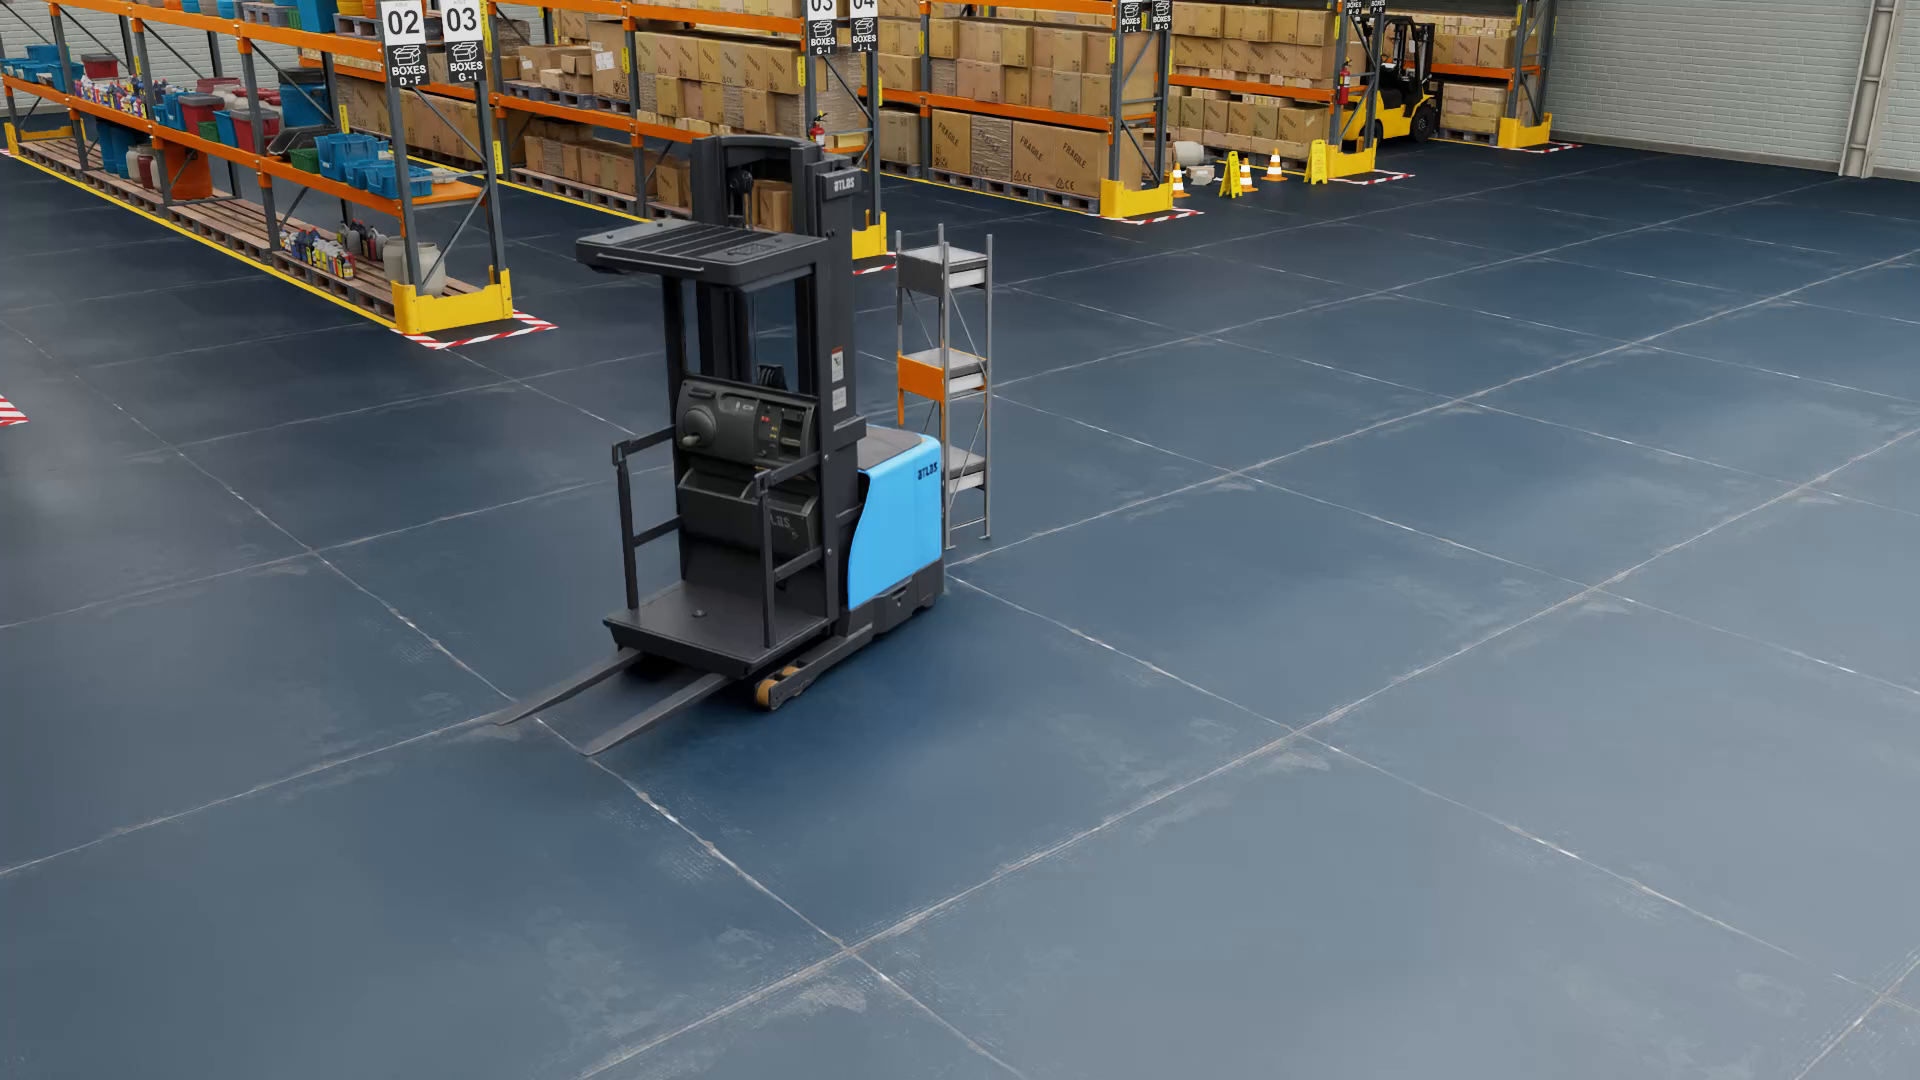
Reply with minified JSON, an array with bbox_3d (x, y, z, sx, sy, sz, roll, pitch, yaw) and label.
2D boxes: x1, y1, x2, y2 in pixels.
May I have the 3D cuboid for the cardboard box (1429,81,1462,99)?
[{"bbox_3d":[8.671,-8.067,29.790,0.500,0.250,0.500,-17,27,-37],"label":"cardboard box"}]

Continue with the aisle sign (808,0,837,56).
[{"bbox_3d":[-1.570,-5.936,18.962,0.394,0.787,0.004,-17,27,-37],"label":"aisle sign"}]

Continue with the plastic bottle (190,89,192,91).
[{"bbox_3d":[-10.750,-6.163,23.267,0.061,0.283,0.133,-17,27,-37],"label":"plastic bottle"}]

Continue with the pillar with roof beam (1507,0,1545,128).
[{"bbox_3d":[6.850,-10.532,26.034,9.100,9.000,0.400,-17,27,-37],"label":"pillar with roof beam"}]

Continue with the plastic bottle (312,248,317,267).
[{"bbox_3d":[-7.243,-3.184,18.735,0.097,0.201,0.097,0,21,0],"label":"plastic bottle"}]

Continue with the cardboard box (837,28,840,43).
[{"bbox_3d":[-1.828,-8.282,27.009,0.700,0.500,0.500,-18,28,-38],"label":"cardboard box"}]

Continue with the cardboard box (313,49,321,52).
[{"bbox_3d":[-11.374,-8.965,30.057,0.500,0.250,0.500,-18,28,-38],"label":"cardboard box"}]

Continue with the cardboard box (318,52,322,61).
[{"bbox_3d":[-11.338,-8.728,30.000,0.380,0.149,0.250,-18,28,-38],"label":"cardboard box"}]

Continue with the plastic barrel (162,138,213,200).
[{"bbox_3d":[-10.689,-5.162,22.949,0.600,0.830,0.708,-17,27,-37],"label":"plastic barrel"}]

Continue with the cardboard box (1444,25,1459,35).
[{"bbox_3d":[8.768,-9.017,29.367,0.380,0.149,0.250,-19,28,-39],"label":"cardboard box"}]

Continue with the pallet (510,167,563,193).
[{"bbox_3d":[-6.096,-5.510,25.262,1.003,0.211,1.213,-17,27,-37],"label":"pallet"}]

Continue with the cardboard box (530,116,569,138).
[{"bbox_3d":[-6.145,-6.237,25.090,0.500,0.250,0.500,-16,27,-35],"label":"cardboard box"}]

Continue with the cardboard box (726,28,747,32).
[{"bbox_3d":[-3.782,-8.701,28.540,0.380,0.149,0.250,-16,27,-36],"label":"cardboard box"}]

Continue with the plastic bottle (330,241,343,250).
[{"bbox_3d":[-7.037,-3.228,18.743,0.152,0.276,0.135,-17,27,-37],"label":"plastic bottle"}]

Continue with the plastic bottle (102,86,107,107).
[{"bbox_3d":[-12.144,-6.314,23.667,0.097,0.271,0.097,0,21,0],"label":"plastic bottle"}]

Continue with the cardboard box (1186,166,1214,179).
[{"bbox_3d":[3.739,-5.727,25.902,0.380,0.149,0.250,-4,22,-10],"label":"cardboard box"}]

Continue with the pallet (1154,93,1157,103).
[{"bbox_3d":[4.202,-9.483,35.407,1.003,0.211,1.213,-17,27,-37],"label":"pallet"}]

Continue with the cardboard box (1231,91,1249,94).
[{"bbox_3d":[5.929,-9.116,33.326,0.875,0.625,0.625,-19,28,-40],"label":"cardboard box"}]

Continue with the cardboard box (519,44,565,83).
[{"bbox_3d":[-6.222,-7.127,24.854,0.500,0.500,0.500,18,28,39],"label":"cardboard box"}]

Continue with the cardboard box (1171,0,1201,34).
[{"bbox_3d":[3.637,-8.756,27.810,0.700,0.500,0.500,-18,28,-38],"label":"cardboard box"}]

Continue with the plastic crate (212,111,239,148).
[{"bbox_3d":[-8.702,-4.964,20.066,0.392,0.384,0.575,-17,27,-37],"label":"plastic crate"}]

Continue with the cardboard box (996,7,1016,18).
[{"bbox_3d":[1.021,-9.585,30.722,0.500,0.500,0.500,-18,28,-39],"label":"cardboard box"}]

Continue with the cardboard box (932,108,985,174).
[{"bbox_3d":[0.187,-6.088,25.252,0.875,0.875,0.875,-17,27,-37],"label":"cardboard box"}]

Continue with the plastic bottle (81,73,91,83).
[{"bbox_3d":[-12.958,-6.742,24.652,0.144,0.351,0.185,-17,27,-37],"label":"plastic bottle"}]

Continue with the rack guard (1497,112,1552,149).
[{"bbox_3d":[9.898,-7.185,29.144,1.175,0.500,0.348,-17,27,-37],"label":"rack guard"}]

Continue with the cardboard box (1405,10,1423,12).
[{"bbox_3d":[8.389,-9.652,30.580,0.380,0.149,0.250,-18,28,-38],"label":"cardboard box"}]

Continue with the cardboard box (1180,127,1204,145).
[{"bbox_3d":[4.051,-6.822,27.982,0.500,0.250,0.500,-16,26,-34],"label":"cardboard box"}]

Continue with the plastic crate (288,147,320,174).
[{"bbox_3d":[-7.074,-4.199,18.383,0.450,0.188,0.662,-17,27,-37],"label":"plastic crate"}]

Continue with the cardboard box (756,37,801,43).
[{"bbox_3d":[-2.184,-5.959,20.670,0.500,0.500,0.500,-17,27,-37],"label":"cardboard box"}]

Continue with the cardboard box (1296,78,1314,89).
[{"bbox_3d":[5.469,-7.152,25.977,0.380,0.149,0.250,-18,28,-38],"label":"cardboard box"}]

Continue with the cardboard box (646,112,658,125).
[{"bbox_3d":[-3.928,-5.599,22.011,0.380,0.149,0.250,-17,27,-37],"label":"cardboard box"}]

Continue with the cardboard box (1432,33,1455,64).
[{"bbox_3d":[8.696,-8.763,29.607,0.500,0.500,0.500,-18,28,-38],"label":"cardboard box"}]

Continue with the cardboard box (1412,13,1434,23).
[{"bbox_3d":[8.332,-9.388,29.905,0.380,0.149,0.250,-17,27,-37],"label":"cardboard box"}]

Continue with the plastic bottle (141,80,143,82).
[{"bbox_3d":[-12.000,-6.700,24.546,0.144,0.351,0.185,-17,27,-37],"label":"plastic bottle"}]

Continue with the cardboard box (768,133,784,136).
[{"bbox_3d":[-2.090,-4.853,20.106,0.380,0.149,0.250,-17,27,-37],"label":"cardboard box"}]

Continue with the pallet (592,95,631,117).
[{"bbox_3d":[-4.383,-6.076,23.147,1.003,0.211,1.213,-17,27,-37],"label":"pallet"}]

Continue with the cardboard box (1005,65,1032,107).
[{"bbox_3d":[1.141,-6.597,24.007,0.875,0.550,0.500,-17,27,-37],"label":"cardboard box"}]

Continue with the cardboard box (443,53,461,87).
[{"bbox_3d":[-7.777,-7.430,26.205,0.500,0.500,0.500,-19,28,-39],"label":"cardboard box"}]

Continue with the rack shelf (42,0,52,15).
[{"bbox_3d":[-14.274,-8.565,26.112,1.077,0.370,4.000,-17,27,-37],"label":"rack shelf"}]

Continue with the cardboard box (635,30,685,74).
[{"bbox_3d":[-3.893,-6.385,21.757,0.500,0.500,0.500,-17,27,-37],"label":"cardboard box"}]

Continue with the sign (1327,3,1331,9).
[{"bbox_3d":[6.867,-9.832,30.993,0.100,0.325,0.005,-17,27,-37],"label":"sign"}]

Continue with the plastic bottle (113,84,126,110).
[{"bbox_3d":[-11.763,-6.202,23.274,0.144,0.351,0.185,-17,27,-37],"label":"plastic bottle"}]

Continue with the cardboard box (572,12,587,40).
[{"bbox_3d":[-7.241,-10.103,32.620,0.500,0.500,0.500,-17,27,-37],"label":"cardboard box"}]

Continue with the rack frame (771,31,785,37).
[{"bbox_3d":[-2.781,-8.177,28.249,1.000,3.000,0.127,-17,27,-37],"label":"rack frame"}]

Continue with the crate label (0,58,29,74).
[{"bbox_3d":[-15.667,-7.859,27.584,0.416,0.233,0.303,-17,27,-37],"label":"crate label"}]

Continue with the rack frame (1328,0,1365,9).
[{"bbox_3d":[7.272,-9.461,31.527,1.000,3.000,0.127,-17,27,-37],"label":"rack frame"}]

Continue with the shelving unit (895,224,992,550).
[{"bbox_3d":[-0.108,-1.023,11.218,0.431,2.100,0.503,-17,27,-37],"label":"shelving unit"}]

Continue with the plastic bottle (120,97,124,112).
[{"bbox_3d":[-11.601,-6.051,23.094,0.097,0.201,0.097,0,21,0],"label":"plastic bottle"}]

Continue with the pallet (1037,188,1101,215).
[{"bbox_3d":[1.859,-4.871,23.631,1.003,0.211,1.213,-17,27,-37],"label":"pallet"}]

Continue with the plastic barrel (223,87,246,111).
[{"bbox_3d":[-9.249,-5.548,21.382,0.421,0.512,0.421,0,21,0],"label":"plastic barrel"}]

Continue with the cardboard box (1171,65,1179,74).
[{"bbox_3d":[3.680,-7.941,27.989,0.380,0.149,0.250,-16,27,-36],"label":"cardboard box"}]

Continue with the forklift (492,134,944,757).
[{"bbox_3d":[-1.309,-0.629,9.070,1.130,2.935,3.031,13,25,30],"label":"forklift"}]

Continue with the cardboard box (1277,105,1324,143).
[{"bbox_3d":[5.404,-6.597,26.380,0.500,0.500,0.500,-17,27,-37],"label":"cardboard box"}]

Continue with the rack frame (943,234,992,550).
[{"bbox_3d":[0.051,-0.956,11.046,0.400,2.100,0.015,-17,27,-37],"label":"rack frame"}]
